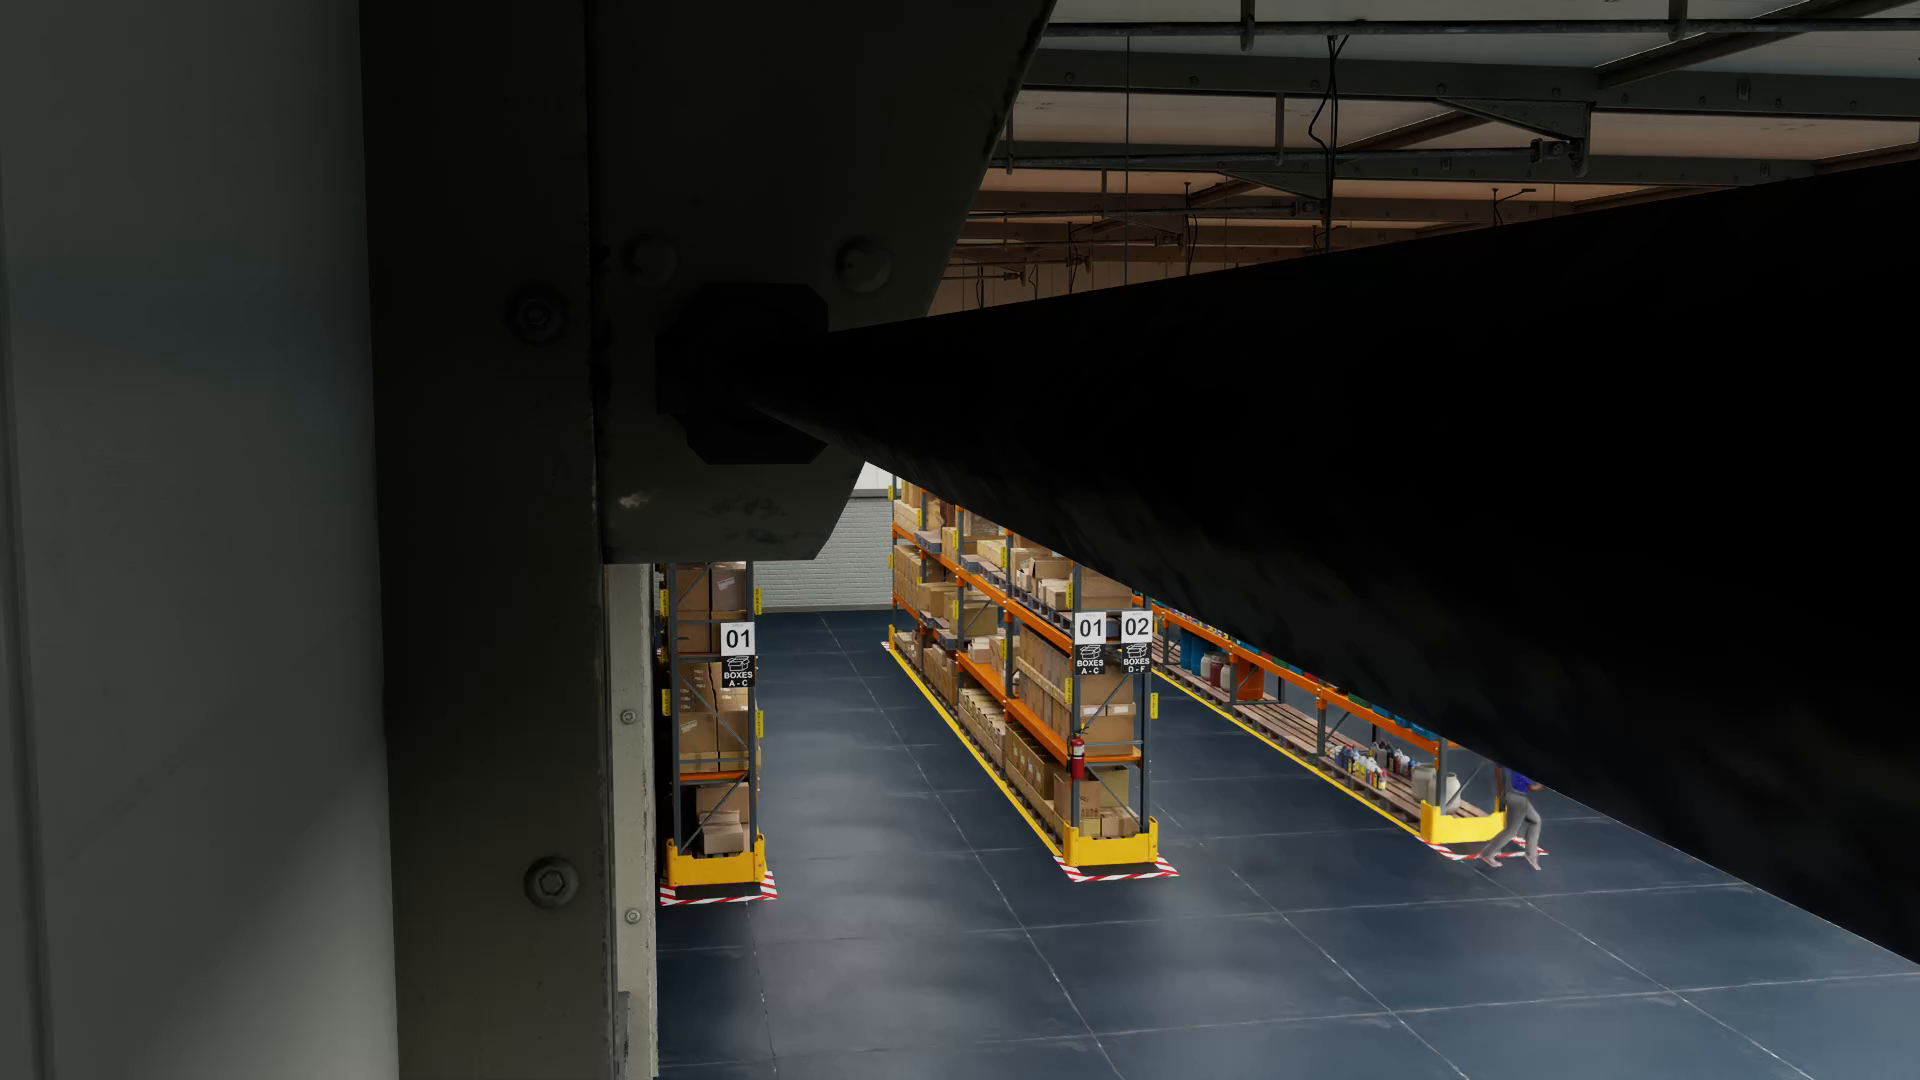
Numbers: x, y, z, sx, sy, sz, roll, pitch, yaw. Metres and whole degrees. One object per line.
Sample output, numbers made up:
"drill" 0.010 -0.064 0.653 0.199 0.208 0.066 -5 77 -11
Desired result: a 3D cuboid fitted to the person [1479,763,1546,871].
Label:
"person" 6.877 3.296 20.625 0.839 1.690 0.599 0 6 1
